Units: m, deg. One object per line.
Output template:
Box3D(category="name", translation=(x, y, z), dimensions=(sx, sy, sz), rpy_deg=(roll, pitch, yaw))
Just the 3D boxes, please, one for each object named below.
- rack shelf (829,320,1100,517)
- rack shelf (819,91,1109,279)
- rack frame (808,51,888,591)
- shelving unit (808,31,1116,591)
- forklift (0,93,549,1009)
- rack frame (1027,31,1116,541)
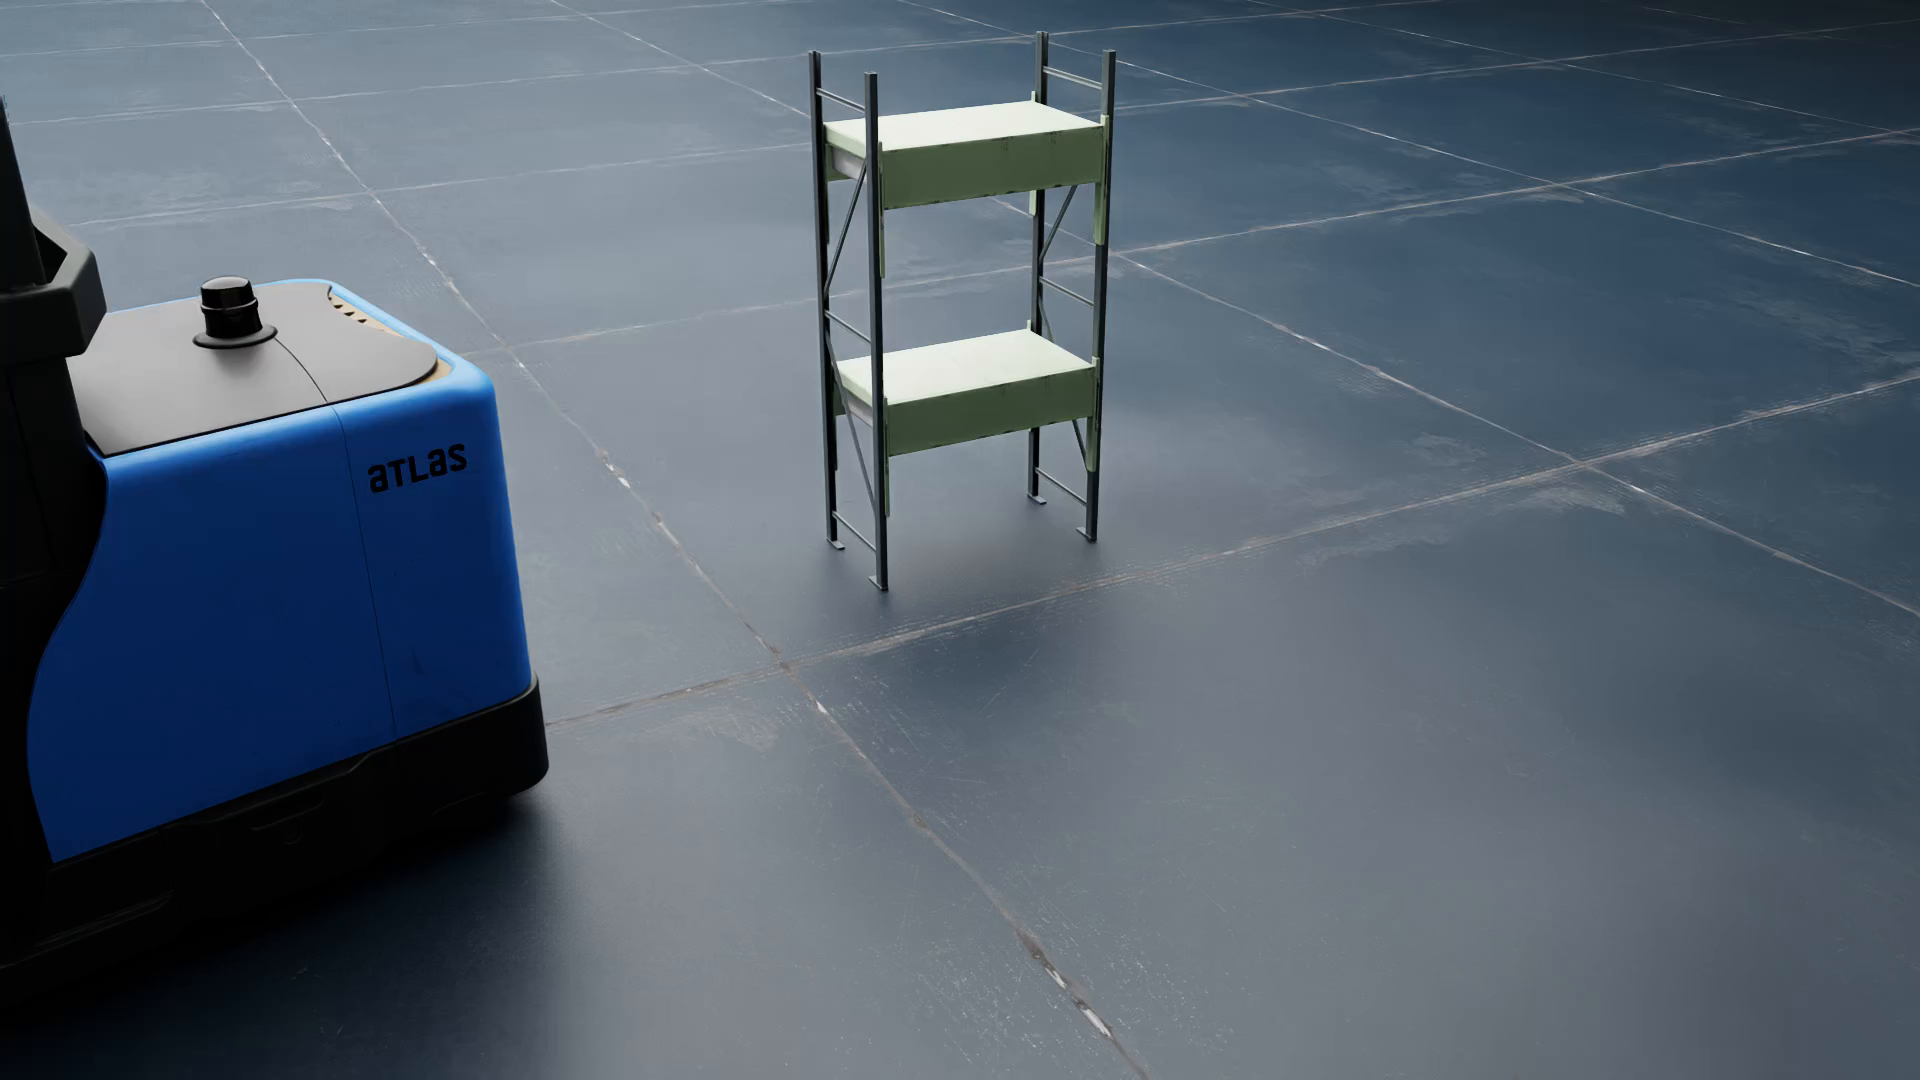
Box3D(category="rack shelf", translation=(0.006, -0.384, 5.069), dimensions=(0.720, 0.370, 0.431), rpy_deg=(-13, 29, -25))
Box3D(category="rack shelf", translation=(0.006, -1.029, 4.759), dimensions=(0.720, 0.370, 0.431), rpy_deg=(-13, 29, -25))
Box3D(category="rack frame", translation=(-0.317, -0.603, 4.773), dimensions=(0.023, 1.500, 0.400), rpy_deg=(-13, 29, -25))
Box3D(category="shelving unit", translation=(0.006, -0.677, 4.928), dimensions=(0.755, 1.500, 0.431), rpy_deg=(-13, 29, -25))
Box3D(category="forklift", translation=(-2.433, -0.457, 2.816), dimensions=(3.031, 2.935, 1.130), rpy_deg=(-20, 32, -35))
Box3D(category="rack frame", translation=(0.329, -0.752, 5.083), dimensions=(0.023, 1.500, 0.400), rpy_deg=(-13, 29, -25))
